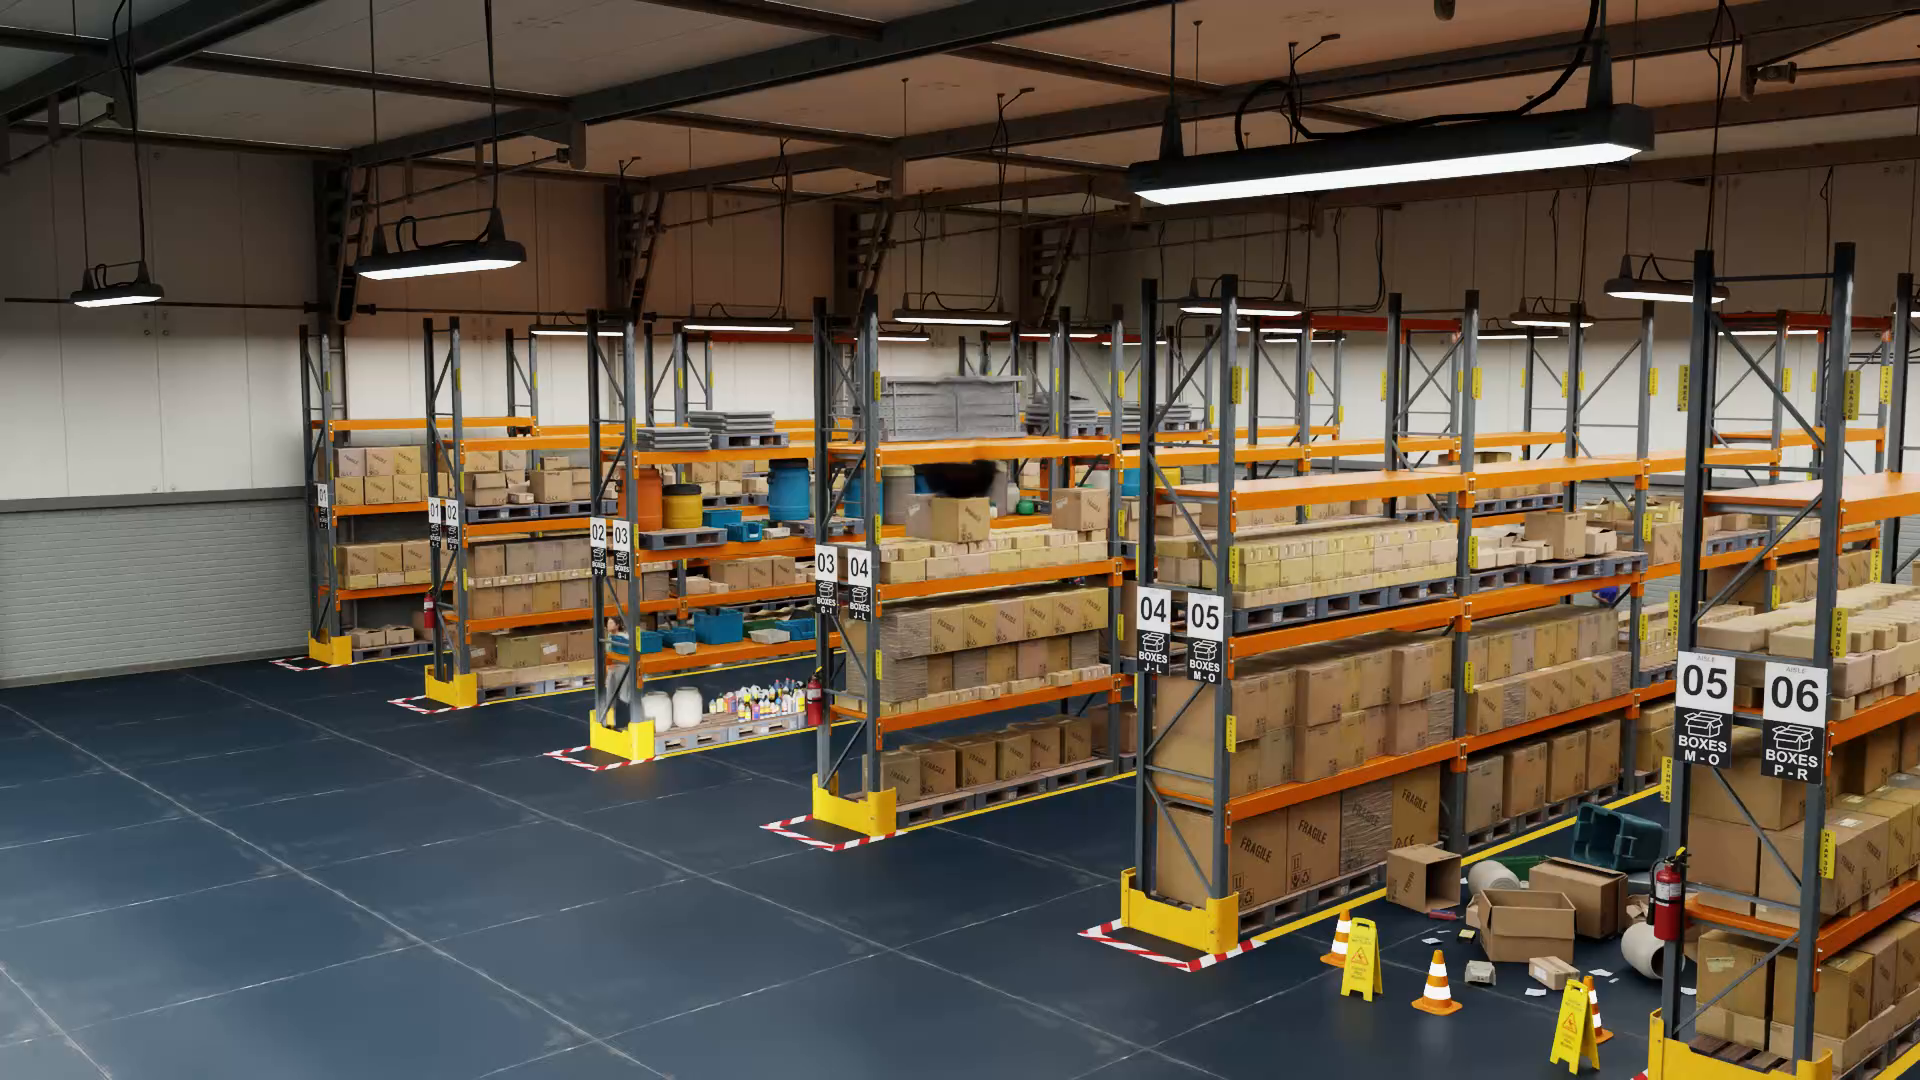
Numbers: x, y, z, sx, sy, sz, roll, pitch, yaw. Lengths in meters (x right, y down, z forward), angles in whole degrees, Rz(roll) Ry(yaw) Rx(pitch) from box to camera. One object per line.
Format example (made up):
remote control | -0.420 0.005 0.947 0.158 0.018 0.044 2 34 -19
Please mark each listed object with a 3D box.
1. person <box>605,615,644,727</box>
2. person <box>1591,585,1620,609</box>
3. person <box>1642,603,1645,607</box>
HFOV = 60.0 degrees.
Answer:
person | -4.944 1.909 24.233 0.548 1.668 0.880 4 7 35
person | 11.935 1.276 30.809 0.615 1.652 0.948 -1 6 -6
person | 10.441 1.781 25.489 0.870 1.670 0.592 -4 7 -32
